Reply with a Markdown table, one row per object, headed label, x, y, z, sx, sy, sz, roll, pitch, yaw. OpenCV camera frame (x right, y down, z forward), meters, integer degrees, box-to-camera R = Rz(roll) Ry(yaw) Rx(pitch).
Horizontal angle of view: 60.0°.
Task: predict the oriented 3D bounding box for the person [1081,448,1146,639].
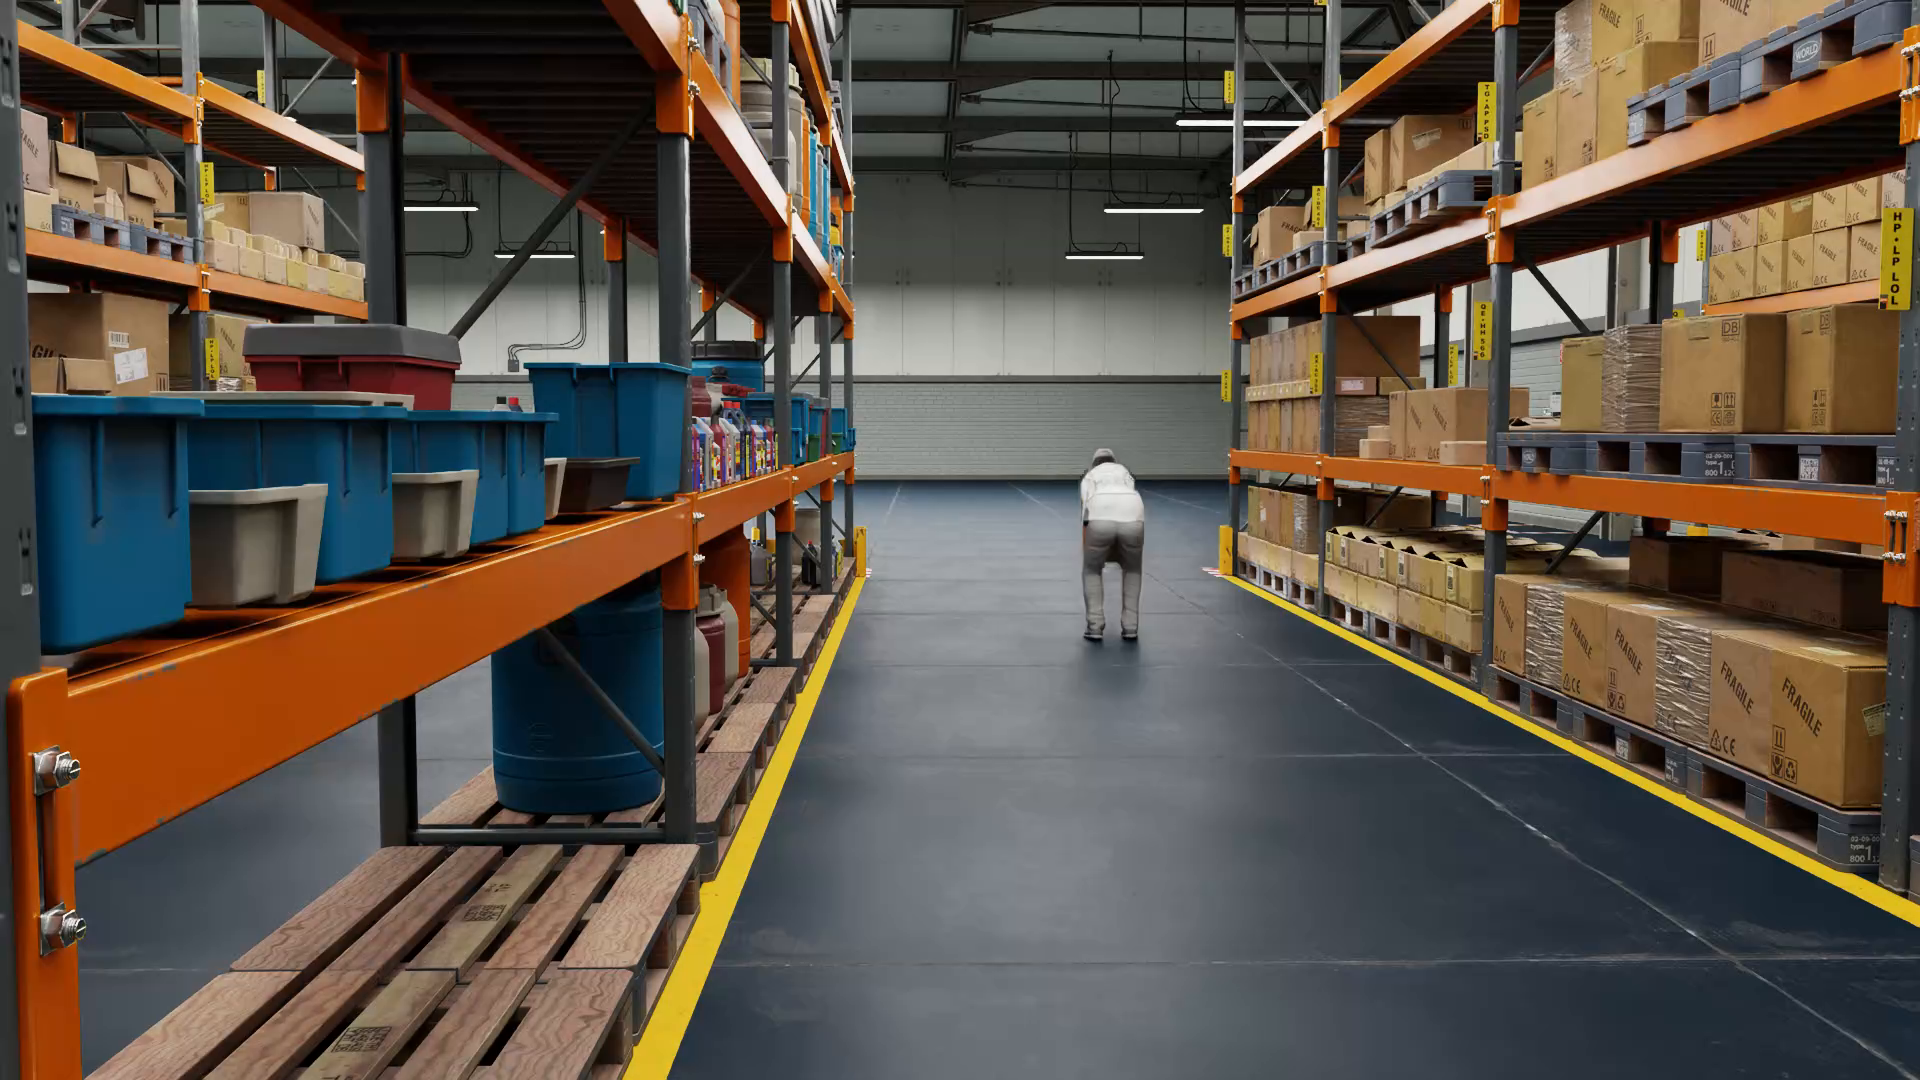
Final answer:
| label | x | y | z | sx | sy | sz | roll | pitch | yaw |
| --- | --- | --- | --- | --- | --- | --- | --- | --- | --- |
| person | 1.105 | 0.021 | 12.274 | 0.451 | 1.390 | 0.848 | 0 | 4 | -3 |
